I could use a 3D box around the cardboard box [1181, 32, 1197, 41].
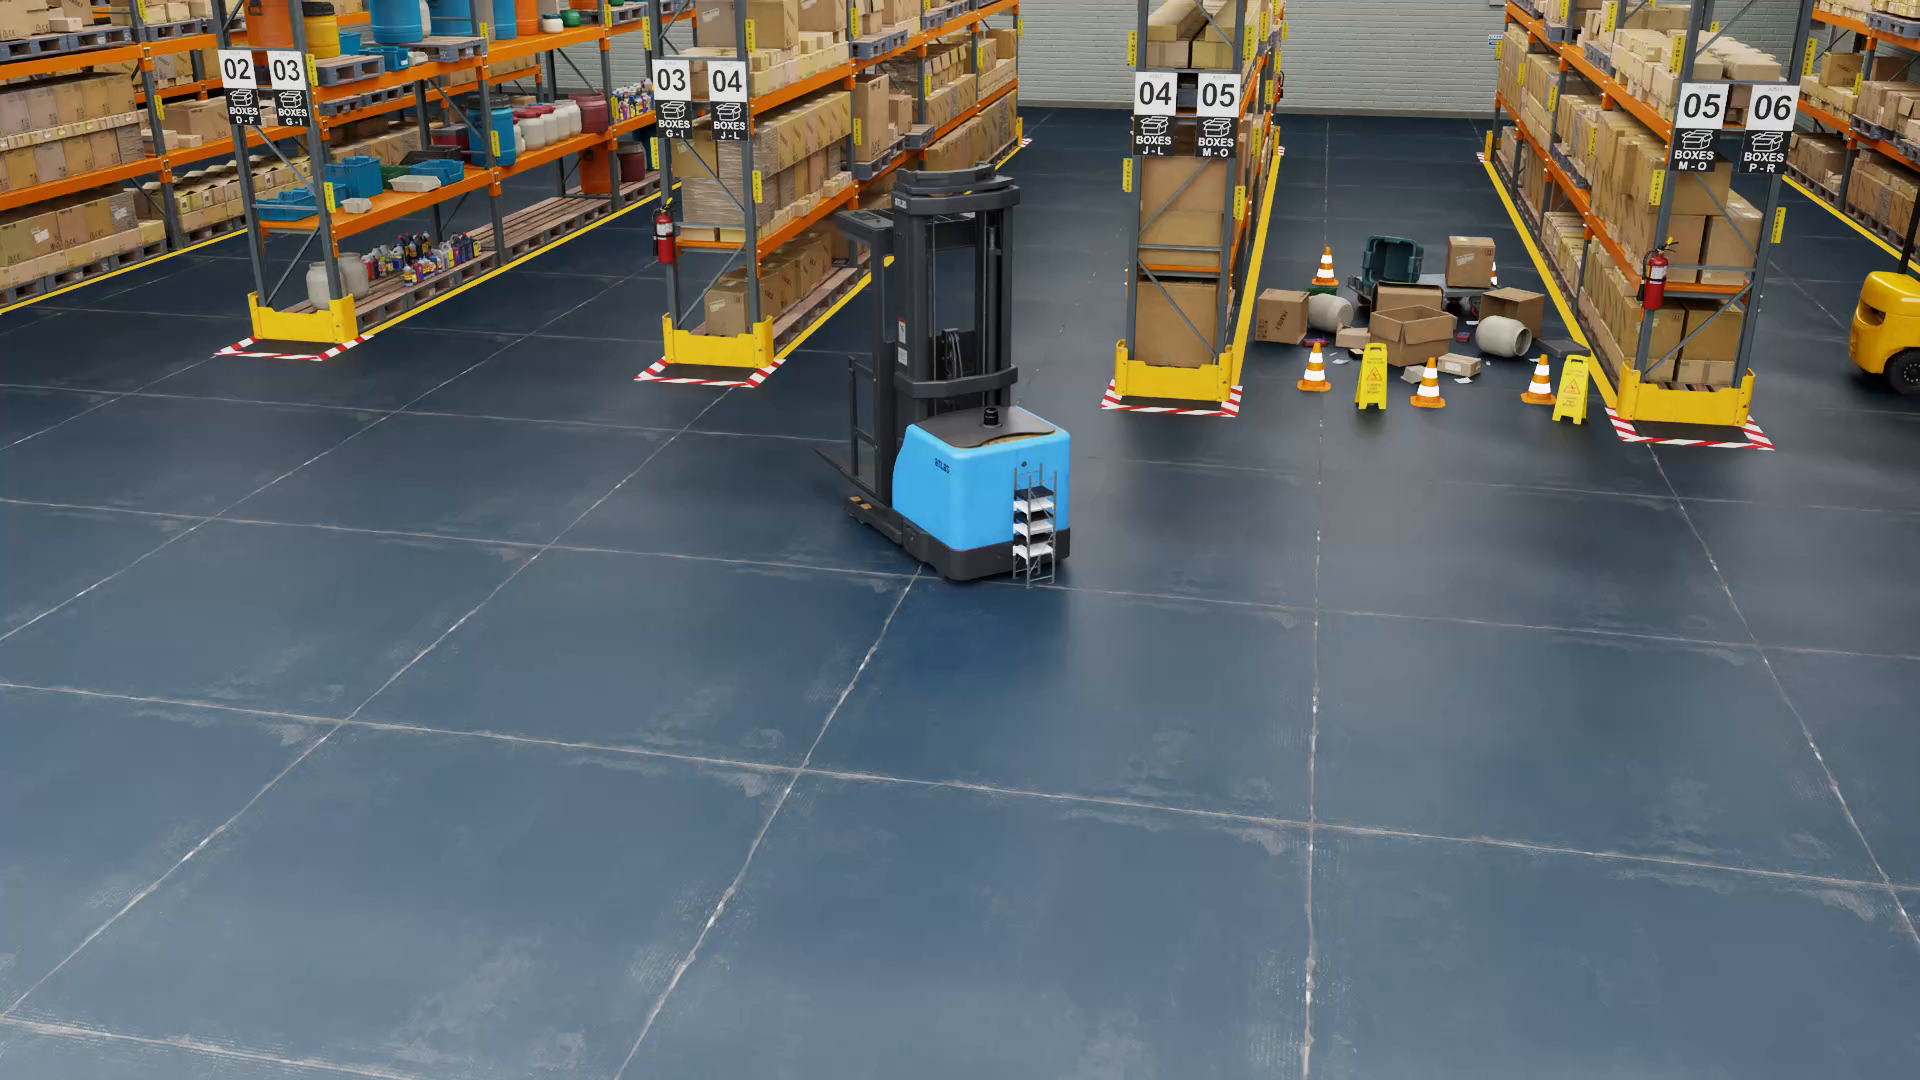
[{"bbox_3d":[2.118,-4.988,16.815,0.500,0.250,0.500,5,22,11],"label":"cardboard box"}]

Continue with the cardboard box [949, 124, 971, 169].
[{"bbox_3d":[-0.490,-6.354,27.398,1.225,0.875,0.875,4,22,9],"label":"cardboard box"}]

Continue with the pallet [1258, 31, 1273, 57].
[{"bbox_3d":[3.516,-6.484,21.677,1.003,0.211,1.213,6,23,13],"label":"pallet"}]

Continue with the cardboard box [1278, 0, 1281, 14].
[{"bbox_3d":[4.990,-8.763,27.283,0.500,0.250,0.500,6,23,14],"label":"cardboard box"}]

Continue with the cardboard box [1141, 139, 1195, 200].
[{"bbox_3d":[2.324,-3.815,17.165,0.875,0.550,0.550,4,22,11],"label":"cardboard box"}]

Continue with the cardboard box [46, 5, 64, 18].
[{"bbox_3d":[-11.999,-6.786,21.543,0.500,0.311,0.500,3,22,8],"label":"cardboard box"}]

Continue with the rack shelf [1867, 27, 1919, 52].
[{"bbox_3d":[13.956,-6.901,23.422,1.077,0.370,4.000,4,22,11],"label":"rack shelf"}]

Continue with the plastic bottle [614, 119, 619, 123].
[{"bbox_3d":[-5.458,-6.698,26.136,0.152,0.276,0.135,4,22,11],"label":"plastic bottle"}]

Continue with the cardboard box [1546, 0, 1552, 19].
[{"bbox_3d":[8.763,-7.788,23.965,0.500,0.500,0.500,5,22,11],"label":"cardboard box"}]

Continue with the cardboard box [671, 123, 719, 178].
[{"bbox_3d":[-2.776,-4.187,17.864,0.500,0.500,0.500,4,22,11],"label":"cardboard box"}]

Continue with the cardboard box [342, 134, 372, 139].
[{"bbox_3d":[-10.543,-6.787,28.948,0.500,0.500,0.500,4,22,9],"label":"cardboard box"}]

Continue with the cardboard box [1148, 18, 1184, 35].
[{"bbox_3d":[2.030,-5.124,16.618,0.380,0.149,0.250,5,22,12],"label":"cardboard box"}]

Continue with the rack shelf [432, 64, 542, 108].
[{"bbox_3d":[-9.487,-8.862,32.305,1.077,0.370,4.000,4,22,11],"label":"rack shelf"}]

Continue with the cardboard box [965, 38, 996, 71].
[{"bbox_3d":[0.360,-8.649,29.614,0.500,0.500,0.500,4,22,9],"label":"cardboard box"}]

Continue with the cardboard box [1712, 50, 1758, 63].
[{"bbox_3d":[7.555,-4.687,16.229,0.380,0.149,0.250,4,22,11],"label":"cardboard box"}]

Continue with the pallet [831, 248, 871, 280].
[{"bbox_3d":[-1.673,-3.773,22.439,1.003,0.211,1.213,4,22,11],"label":"pallet"}]

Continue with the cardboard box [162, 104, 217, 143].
[{"bbox_3d":[-11.247,-6.057,24.244,0.500,0.500,0.500,6,23,15],"label":"cardboard box"}]

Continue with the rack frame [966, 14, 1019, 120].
[{"bbox_3d":[0.618,-9.170,32.108,1.000,3.000,0.127,4,22,11],"label":"rack frame"}]

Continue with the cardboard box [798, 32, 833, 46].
[{"bbox_3d":[-1.724,-5.958,19.785,0.380,0.149,0.250,3,22,8],"label":"cardboard box"}]

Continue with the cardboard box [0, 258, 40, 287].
[{"bbox_3d":[-11.918,-3.357,20.792,0.500,0.250,0.500,4,22,11],"label":"cardboard box"}]

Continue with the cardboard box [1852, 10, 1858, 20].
[{"bbox_3d":[14.319,-8.280,26.219,0.380,0.149,0.250,4,22,11],"label":"cardboard box"}]

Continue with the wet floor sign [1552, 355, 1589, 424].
[{"bbox_3d":[5.969,-1.483,16.173,0.267,0.644,0.232,13,25,29],"label":"wet floor sign"}]

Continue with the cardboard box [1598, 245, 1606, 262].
[{"bbox_3d":[7.299,-3.170,18.455,0.380,0.149,0.250,5,23,13],"label":"cardboard box"}]

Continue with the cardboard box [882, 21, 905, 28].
[{"bbox_3d":[-1.064,-7.008,22.924,0.500,0.250,0.500,5,22,12],"label":"cardboard box"}]

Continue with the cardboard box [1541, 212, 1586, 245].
[{"bbox_3d":[8.562,-4.259,22.869,0.950,0.372,0.625,3,22,7],"label":"cardboard box"}]

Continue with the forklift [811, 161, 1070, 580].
[{"bbox_3d":[-0.305,-1.566,13.318,1.130,2.935,3.031,-12,25,-27],"label":"forklift"}]

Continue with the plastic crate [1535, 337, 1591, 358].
[{"bbox_3d":[6.748,-2.160,18.610,0.402,0.080,0.583,-3,22,-8],"label":"plastic crate"}]

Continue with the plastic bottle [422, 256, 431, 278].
[{"bbox_3d":[-6.730,-3.436,20.933,0.097,0.271,0.097,0,22,0],"label":"plastic bottle"}]

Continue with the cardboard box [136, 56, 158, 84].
[{"bbox_3d":[-14.798,-8.475,29.824,0.500,0.500,0.500,4,22,11],"label":"cardboard box"}]

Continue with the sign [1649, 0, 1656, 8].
[{"bbox_3d":[9.218,-7.078,22.206,0.100,0.325,0.005,4,22,11],"label":"sign"}]

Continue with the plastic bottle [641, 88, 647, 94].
[{"bbox_3d":[-5.463,-7.716,28.763,0.097,0.201,0.097,0,22,0],"label":"plastic bottle"}]

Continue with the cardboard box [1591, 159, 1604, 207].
[{"bbox_3d":[7.509,-4.071,18.914,0.500,0.500,0.500,4,22,11],"label":"cardboard box"}]

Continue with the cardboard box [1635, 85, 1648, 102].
[{"bbox_3d":[7.124,-4.555,16.970,0.380,0.149,0.250,4,22,10],"label":"cardboard box"}]

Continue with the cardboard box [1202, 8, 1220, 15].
[{"bbox_3d":[3.147,-6.616,21.173,0.500,0.311,0.500,4,22,9],"label":"cardboard box"}]

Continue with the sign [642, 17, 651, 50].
[{"bbox_3d":[-3.186,-5.170,16.976,0.100,0.325,0.005,4,22,11],"label":"sign"}]

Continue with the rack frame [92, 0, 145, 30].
[{"bbox_3d":[-11.527,-8.321,21.969,1.000,3.000,0.127,4,22,11],"label":"rack frame"}]

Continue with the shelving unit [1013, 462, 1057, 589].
[{"bbox_3d":[0.557,-0.106,12.413,0.258,0.900,0.210,-12,25,-27],"label":"shelving unit"}]

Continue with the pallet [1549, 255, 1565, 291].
[{"bbox_3d":[8.275,-3.465,21.675,1.003,0.211,1.213,4,22,11],"label":"pallet"}]

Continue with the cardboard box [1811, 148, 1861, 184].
[{"bbox_3d":[14.538,-6.167,27.436,0.700,0.500,0.500,4,22,9],"label":"cardboard box"}]

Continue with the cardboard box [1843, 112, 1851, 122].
[{"bbox_3d":[14.213,-6.691,26.289,0.380,0.149,0.250,5,22,12],"label":"cardboard box"}]

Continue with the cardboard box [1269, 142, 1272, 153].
[{"bbox_3d":[5.328,-6.975,29.513,0.380,0.149,0.250,5,22,11],"label":"cardboard box"}]

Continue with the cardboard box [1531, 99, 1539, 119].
[{"bbox_3d":[8.829,-6.414,24.797,0.500,0.250,0.500,4,22,9],"label":"cardboard box"}]

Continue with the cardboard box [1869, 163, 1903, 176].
[{"bbox_3d":[14.008,-5.598,25.154,0.380,0.149,0.250,3,22,8],"label":"cardboard box"}]

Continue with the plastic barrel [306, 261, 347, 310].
[{"bbox_3d":[-7.436,-2.984,19.515,0.421,0.512,0.421,0,22,0],"label":"plastic barrel"}]

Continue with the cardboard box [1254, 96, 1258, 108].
[{"bbox_3d":[4.106,-6.340,24.057,0.380,0.149,0.250,4,22,11],"label":"cardboard box"}]

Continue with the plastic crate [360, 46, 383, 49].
[{"bbox_3d":[-7.268,-5.896,20.246,0.336,0.188,0.450,4,22,11],"label":"plastic crate"}]

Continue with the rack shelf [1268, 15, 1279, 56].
[{"bbox_3d":[4.229,-7.619,25.203,1.077,0.370,4.000,4,22,11],"label":"rack shelf"}]

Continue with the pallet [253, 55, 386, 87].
[{"bbox_3d":[-7.231,-5.295,18.724,1.003,0.211,1.213,4,22,11],"label":"pallet"}]

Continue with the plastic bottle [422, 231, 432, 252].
[{"bbox_3d":[-7.173,-4.015,22.370,0.097,0.271,0.097,0,22,0],"label":"plastic bottle"}]

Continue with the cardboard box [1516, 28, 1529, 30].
[{"bbox_3d":[9.789,-8.732,28.679,0.380,0.149,0.250,5,22,11],"label":"cardboard box"}]

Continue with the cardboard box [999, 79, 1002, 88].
[{"bbox_3d":[0.556,-8.339,30.381,0.380,0.149,0.250,5,22,12],"label":"cardboard box"}]

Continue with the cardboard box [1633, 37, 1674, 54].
[{"bbox_3d":[7.319,-5.199,17.501,0.380,0.149,0.250,4,22,9],"label":"cardboard box"}]

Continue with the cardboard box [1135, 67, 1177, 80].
[{"bbox_3d":[1.925,-4.567,16.304,0.380,0.149,0.250,4,22,11],"label":"cardboard box"}]

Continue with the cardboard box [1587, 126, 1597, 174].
[{"bbox_3d":[7.741,-4.592,19.646,0.500,0.500,0.500,4,22,10],"label":"cardboard box"}]

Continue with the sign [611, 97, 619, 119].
[{"bbox_3d":[-5.323,-6.658,25.653,0.100,0.325,0.005,4,22,11],"label":"sign"}]

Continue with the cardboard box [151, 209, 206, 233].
[{"bbox_3d":[-11.203,-4.586,23.844,0.500,0.250,0.500,4,22,10],"label":"cardboard box"}]

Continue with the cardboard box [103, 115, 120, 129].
[{"bbox_3d":[-11.477,-5.583,22.200,0.380,0.149,0.250,4,22,9],"label":"cardboard box"}]

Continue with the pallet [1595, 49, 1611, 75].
[{"bbox_3d":[8.101,-5.548,19.350,1.213,0.211,1.003,4,22,11],"label":"pallet"}]

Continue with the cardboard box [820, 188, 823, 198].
[{"bbox_3d":[-1.879,-4.205,20.116,0.380,0.149,0.250,4,22,11],"label":"cardboard box"}]
